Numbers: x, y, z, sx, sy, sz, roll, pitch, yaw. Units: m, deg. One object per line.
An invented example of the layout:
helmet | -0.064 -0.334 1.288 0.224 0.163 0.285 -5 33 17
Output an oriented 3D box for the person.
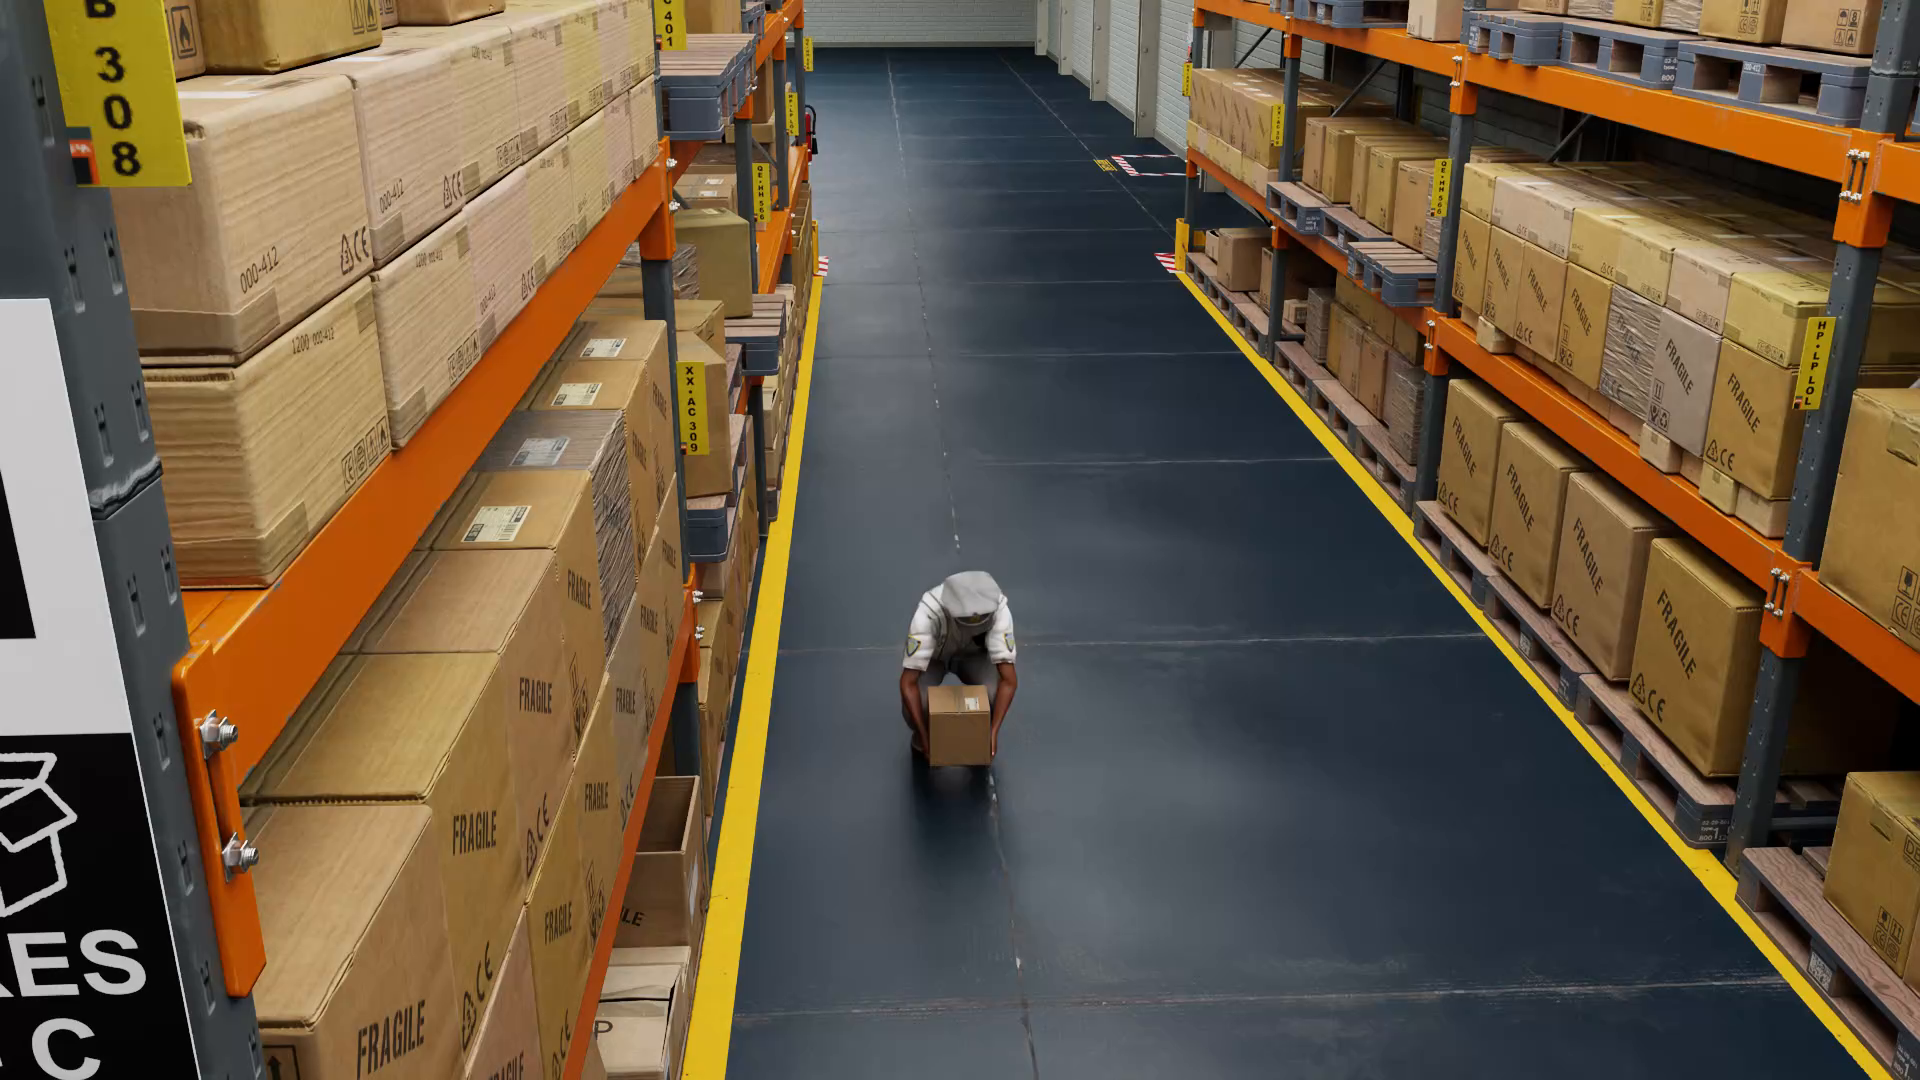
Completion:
person | -0.015 0.521 7.225 0.501 0.948 0.849 -1 21 -2
